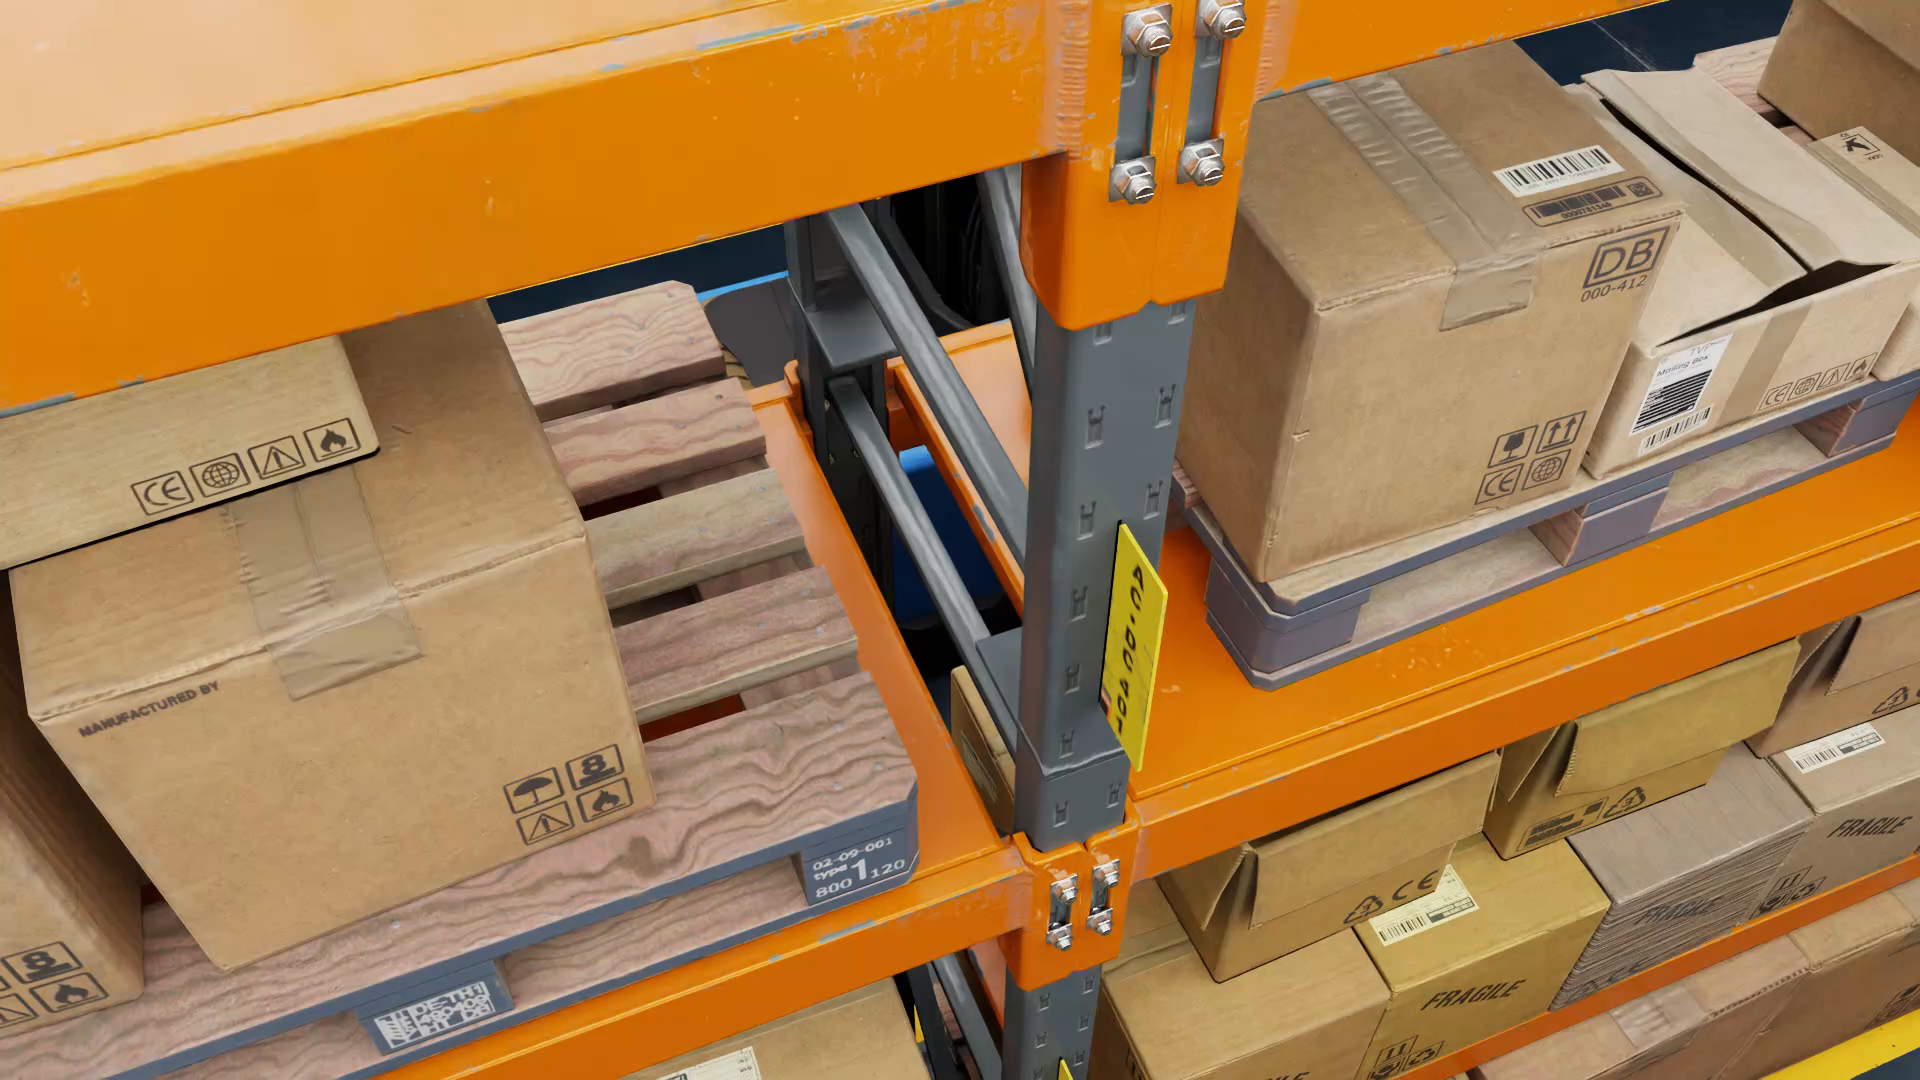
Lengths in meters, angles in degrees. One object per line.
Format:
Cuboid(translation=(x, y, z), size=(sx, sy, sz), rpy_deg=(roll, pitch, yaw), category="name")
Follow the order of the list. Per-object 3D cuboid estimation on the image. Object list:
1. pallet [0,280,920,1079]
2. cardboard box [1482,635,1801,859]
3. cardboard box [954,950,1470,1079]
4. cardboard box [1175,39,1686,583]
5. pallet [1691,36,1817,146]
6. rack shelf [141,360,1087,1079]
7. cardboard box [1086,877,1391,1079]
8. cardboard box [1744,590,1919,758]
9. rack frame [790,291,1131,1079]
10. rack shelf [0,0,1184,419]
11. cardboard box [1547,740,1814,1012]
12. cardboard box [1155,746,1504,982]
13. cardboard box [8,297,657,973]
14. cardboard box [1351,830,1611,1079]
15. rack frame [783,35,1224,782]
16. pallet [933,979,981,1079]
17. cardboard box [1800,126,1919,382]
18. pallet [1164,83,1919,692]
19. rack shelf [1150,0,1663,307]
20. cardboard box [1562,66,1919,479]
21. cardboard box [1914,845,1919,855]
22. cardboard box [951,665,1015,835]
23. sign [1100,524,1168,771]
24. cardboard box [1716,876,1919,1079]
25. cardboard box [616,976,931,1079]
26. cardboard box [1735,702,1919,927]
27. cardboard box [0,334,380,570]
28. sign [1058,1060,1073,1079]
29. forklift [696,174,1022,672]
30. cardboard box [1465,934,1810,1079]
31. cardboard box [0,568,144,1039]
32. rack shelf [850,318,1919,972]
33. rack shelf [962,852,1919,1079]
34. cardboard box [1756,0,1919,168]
Cuboid(translation=(-0.788, 0.184, 2.196), size=(1.213, 0.211, 1.003), rpy_deg=(-17, 52, -14), category="pallet")
Cuboid(translation=(1.202, 0.168, 3.401), size=(0.637, 0.503, 0.797), rpy_deg=(-17, 51, -14), category="cardboard box")
Cuboid(translation=(0.558, 1.263, 4.312), size=(0.875, 0.875, 1.225), rpy_deg=(-17, 51, -14), category="cardboard box")
Cuboid(translation=(0.507, -0.415, 2.309), size=(0.500, 0.500, 0.700), rpy_deg=(-16, 51, -13), category="cardboard box")
Cuboid(translation=(2.066, -0.613, 2.946), size=(1.213, 0.211, 1.003), rpy_deg=(-15, 51, -13), category="pallet")
Cuboid(translation=(-1.878, 0.736, 2.138), size=(4.000, 0.370, 1.077), rpy_deg=(-17, 52, -14), category="rack shelf")
Cuboid(translation=(0.494, 0.916, 3.420), size=(0.500, 0.500, 0.500), rpy_deg=(-17, 51, -14), category="cardboard box")
Cuboid(translation=(1.771, -0.021, 3.564), size=(0.637, 0.503, 0.797), rpy_deg=(-16, 51, -13), category="cardboard box")
Cuboid(translation=(-0.026, 0.905, 3.495), size=(0.127, 3.000, 1.000), rpy_deg=(-17, 52, -14), category="rack frame")
Cuboid(translation=(-1.878, -0.111, 1.151), size=(4.000, 0.370, 1.077), rpy_deg=(-17, 52, -14), category="rack shelf")
Cuboid(translation=(1.422, 0.628, 3.667), size=(0.500, 0.500, 0.500), rpy_deg=(-18, 52, -15), category="cardboard box")
Cuboid(translation=(0.562, 0.357, 3.239), size=(0.637, 0.503, 0.797), rpy_deg=(-18, 52, -15), category="cardboard box")
Cuboid(translation=(-0.728, -0.007, 1.893), size=(0.500, 0.500, 0.700), rpy_deg=(-20, 52, -16), category="cardboard box")
Cuboid(translation=(0.959, 0.772, 3.544), size=(0.500, 0.500, 0.500), rpy_deg=(-17, 51, -14), category="cardboard box")
Cuboid(translation=(-0.026, -1.049, 1.219), size=(0.127, 3.000, 1.000), rpy_deg=(-17, 52, -14), category="rack frame")
Cuboid(translation=(0.659, 1.540, 4.789), size=(1.213, 0.211, 1.003), rpy_deg=(-17, 52, -14), category="pallet")
Cuboid(translation=(1.409, -0.449, 2.570), size=(0.250, 0.149, 0.380), rpy_deg=(-19, 52, -16), category="cardboard box")
Cuboid(translation=(0.804, -0.307, 2.686), size=(1.217, 0.209, 0.805), rpy_deg=(-19, 52, -16), category="pallet")
Cuboid(translation=(1.825, -1.258, 2.137), size=(4.000, 0.370, 1.077), rpy_deg=(-17, 52, -14), category="rack shelf")
Cuboid(translation=(1.023, -0.431, 2.448), size=(0.500, 0.311, 0.500), rpy_deg=(-19, 52, -15), category="cardboard box")
Cuboid(translation=(2.370, 0.331, 3.923), size=(0.500, 0.500, 0.500), rpy_deg=(-19, 52, -15), category="cardboard box")
Cuboid(translation=(0.303, 0.547, 3.737), size=(0.500, 0.500, 0.500), rpy_deg=(-17, 51, -14), category="cardboard box")
Cuboid(translation=(0.185, 0.123, 1.797), size=(0.005, 0.325, 0.100), rpy_deg=(-17, 52, -14), category="sign")
Cuboid(translation=(2.202, 0.747, 4.755), size=(0.875, 0.875, 1.225), rpy_deg=(-17, 51, -14), category="cardboard box")
Cuboid(translation=(-0.351, 0.933, 2.880), size=(0.500, 0.500, 0.500), rpy_deg=(-16, 51, -13), category="cardboard box")
Cuboid(translation=(1.899, 0.476, 3.798), size=(0.500, 0.500, 0.500), rpy_deg=(-16, 51, -14), category="cardboard box")
Cuboid(translation=(-0.900, -0.253, 1.610), size=(0.500, 0.250, 0.500), rpy_deg=(-20, 52, -17), category="cardboard box")
Cuboid(translation=(0.185, 0.987, 2.802), size=(0.005, 0.325, 0.100), rpy_deg=(-17, 52, -14), category="sign")
Cuboid(translation=(0.591, -1.138, 5.295), size=(3.031, 2.935, 1.130), rpy_deg=(-17, 52, -14), category="forklift")
Cuboid(translation=(1.385, 1.006, 4.532), size=(0.875, 0.875, 1.225), rpy_deg=(-19, 52, -15), category="cardboard box")
Cuboid(translation=(-1.228, 0.144, 1.763), size=(0.500, 0.500, 0.700), rpy_deg=(-15, 51, -12), category="cardboard box")
Cuboid(translation=(1.825, -0.411, 3.123), size=(4.000, 0.370, 1.077), rpy_deg=(-17, 52, -14), category="rack shelf")
Cuboid(translation=(1.825, 0.566, 4.261), size=(4.000, 0.370, 1.077), rpy_deg=(-17, 52, -14), category="rack shelf")
Cuboid(translation=(1.793, -0.789, 2.628), size=(0.637, 0.503, 0.797), rpy_deg=(-18, 52, -15), category="cardboard box")
